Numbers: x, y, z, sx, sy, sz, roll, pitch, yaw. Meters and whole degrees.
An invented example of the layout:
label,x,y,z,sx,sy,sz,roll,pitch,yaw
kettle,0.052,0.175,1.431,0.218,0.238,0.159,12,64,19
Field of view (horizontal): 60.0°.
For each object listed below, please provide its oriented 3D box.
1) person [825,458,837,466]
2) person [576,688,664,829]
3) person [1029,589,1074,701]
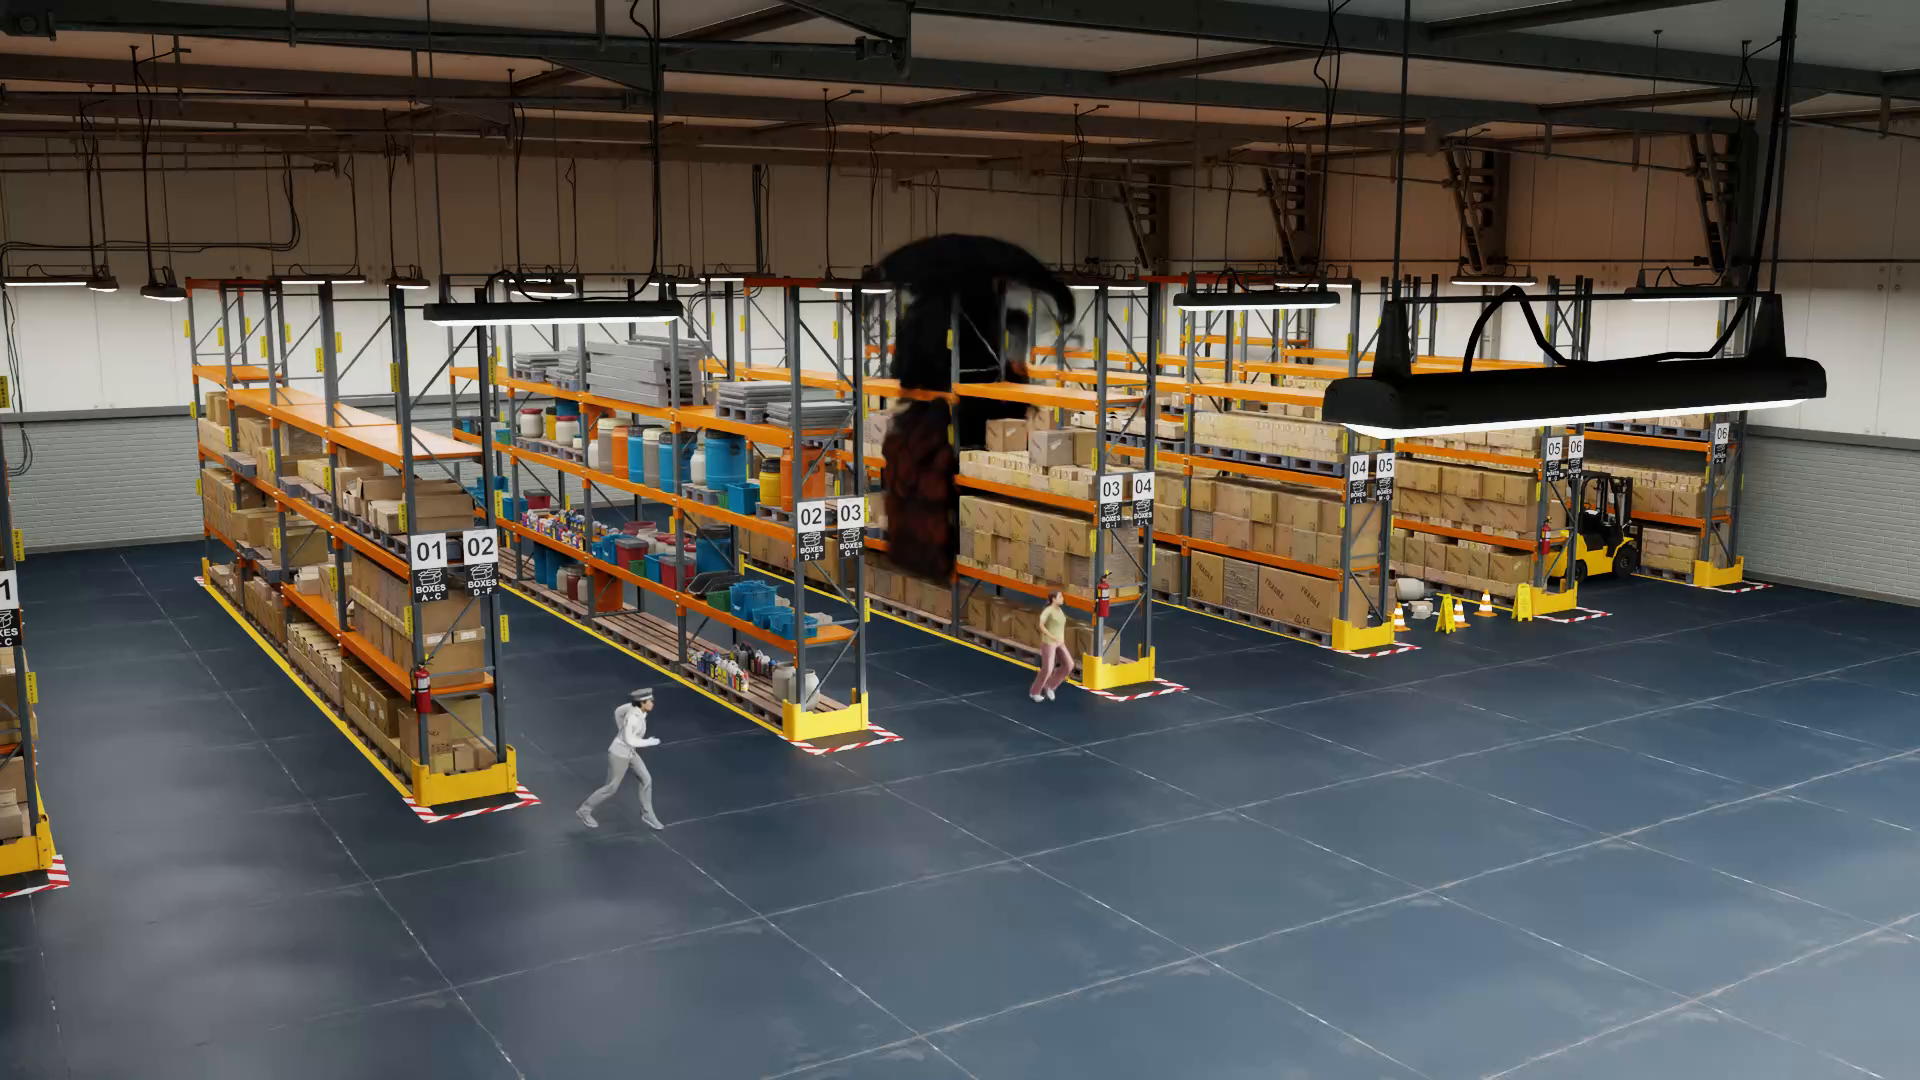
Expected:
label,x,y,z,sx,sy,sz,roll,pitch,yaw
person,-3.139,-1.293,40.593,0.727,1.739,0.843,1,10,8
person,-3.824,2.463,18.617,0.968,1.645,0.656,-1,10,-6
person,1.376,1.515,24.118,0.605,1.604,0.638,8,12,39
